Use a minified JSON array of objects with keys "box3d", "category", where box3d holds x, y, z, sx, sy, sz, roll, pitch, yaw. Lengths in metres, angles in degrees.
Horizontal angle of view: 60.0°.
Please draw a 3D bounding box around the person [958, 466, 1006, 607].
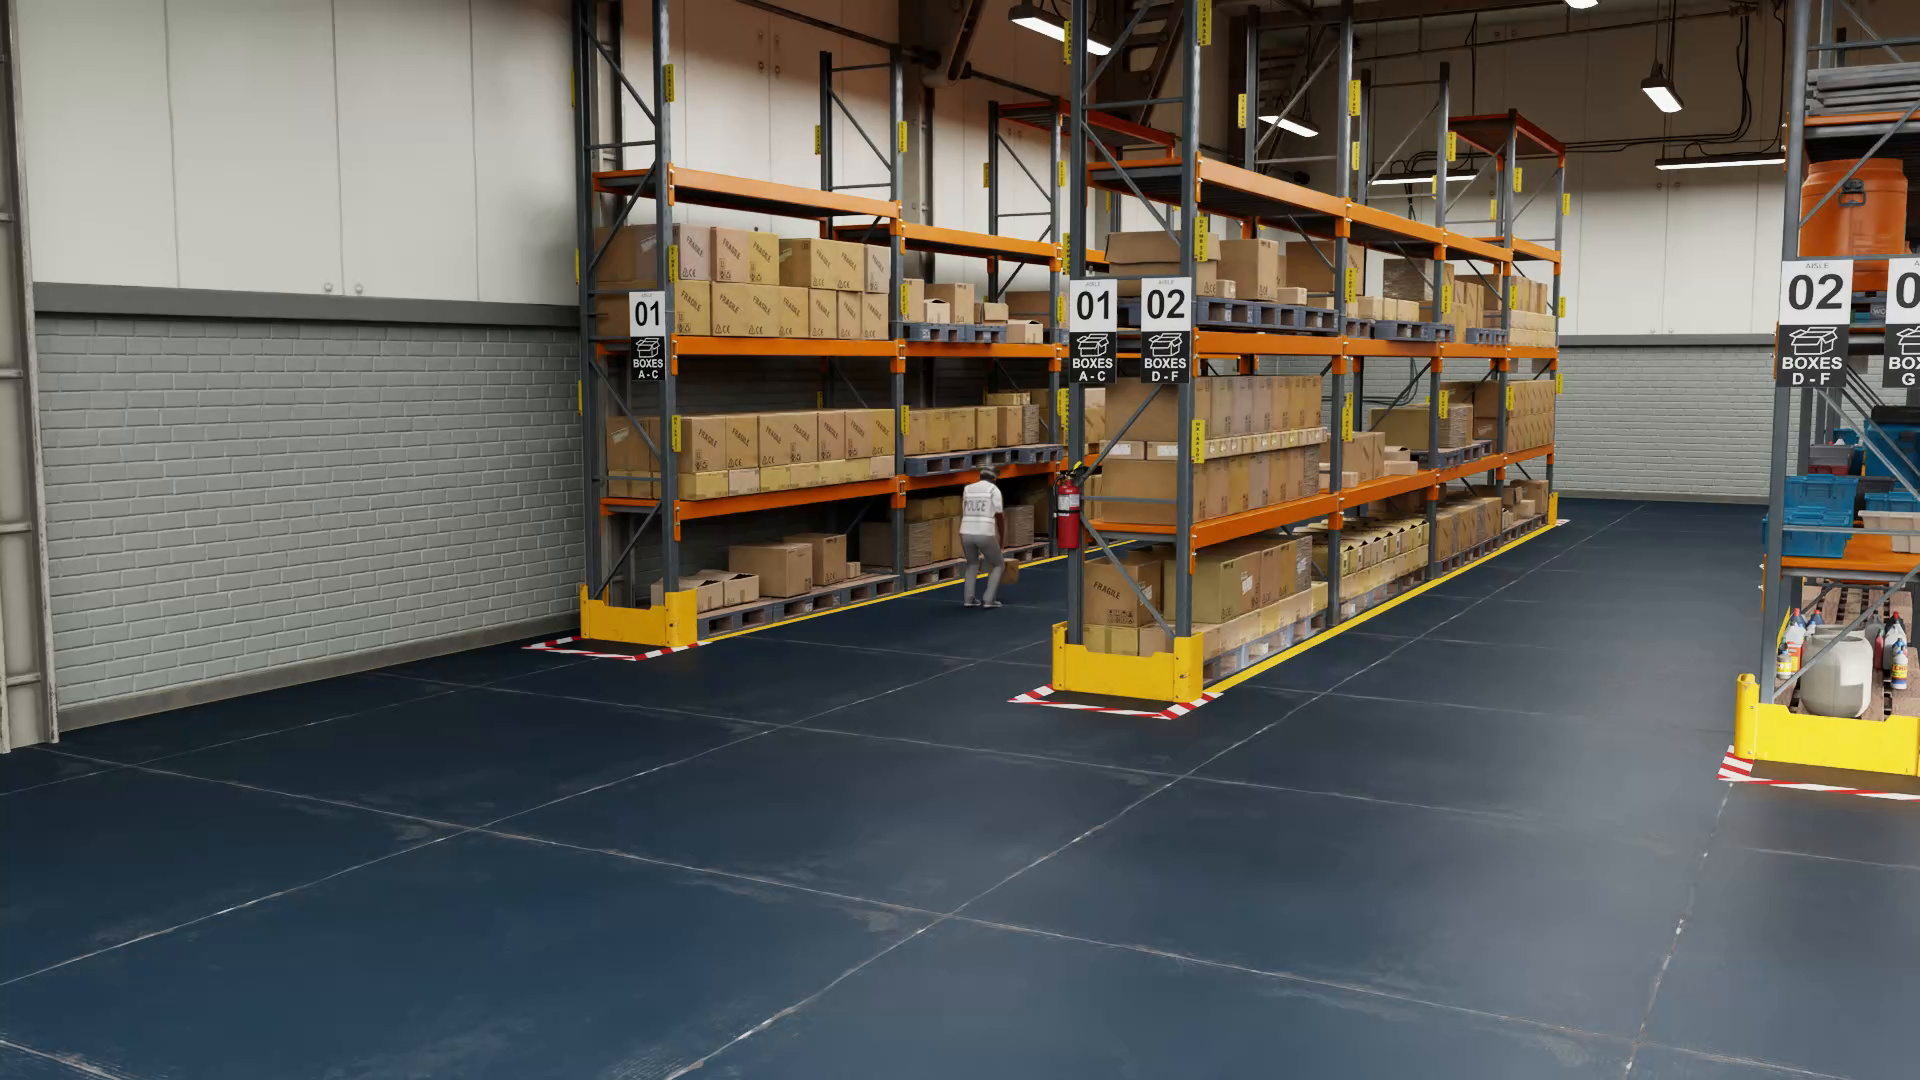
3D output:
[{"box3d":[0.225,-0.033,17.584,0.490,1.487,0.628,3,7,29],"category":"person"}]
